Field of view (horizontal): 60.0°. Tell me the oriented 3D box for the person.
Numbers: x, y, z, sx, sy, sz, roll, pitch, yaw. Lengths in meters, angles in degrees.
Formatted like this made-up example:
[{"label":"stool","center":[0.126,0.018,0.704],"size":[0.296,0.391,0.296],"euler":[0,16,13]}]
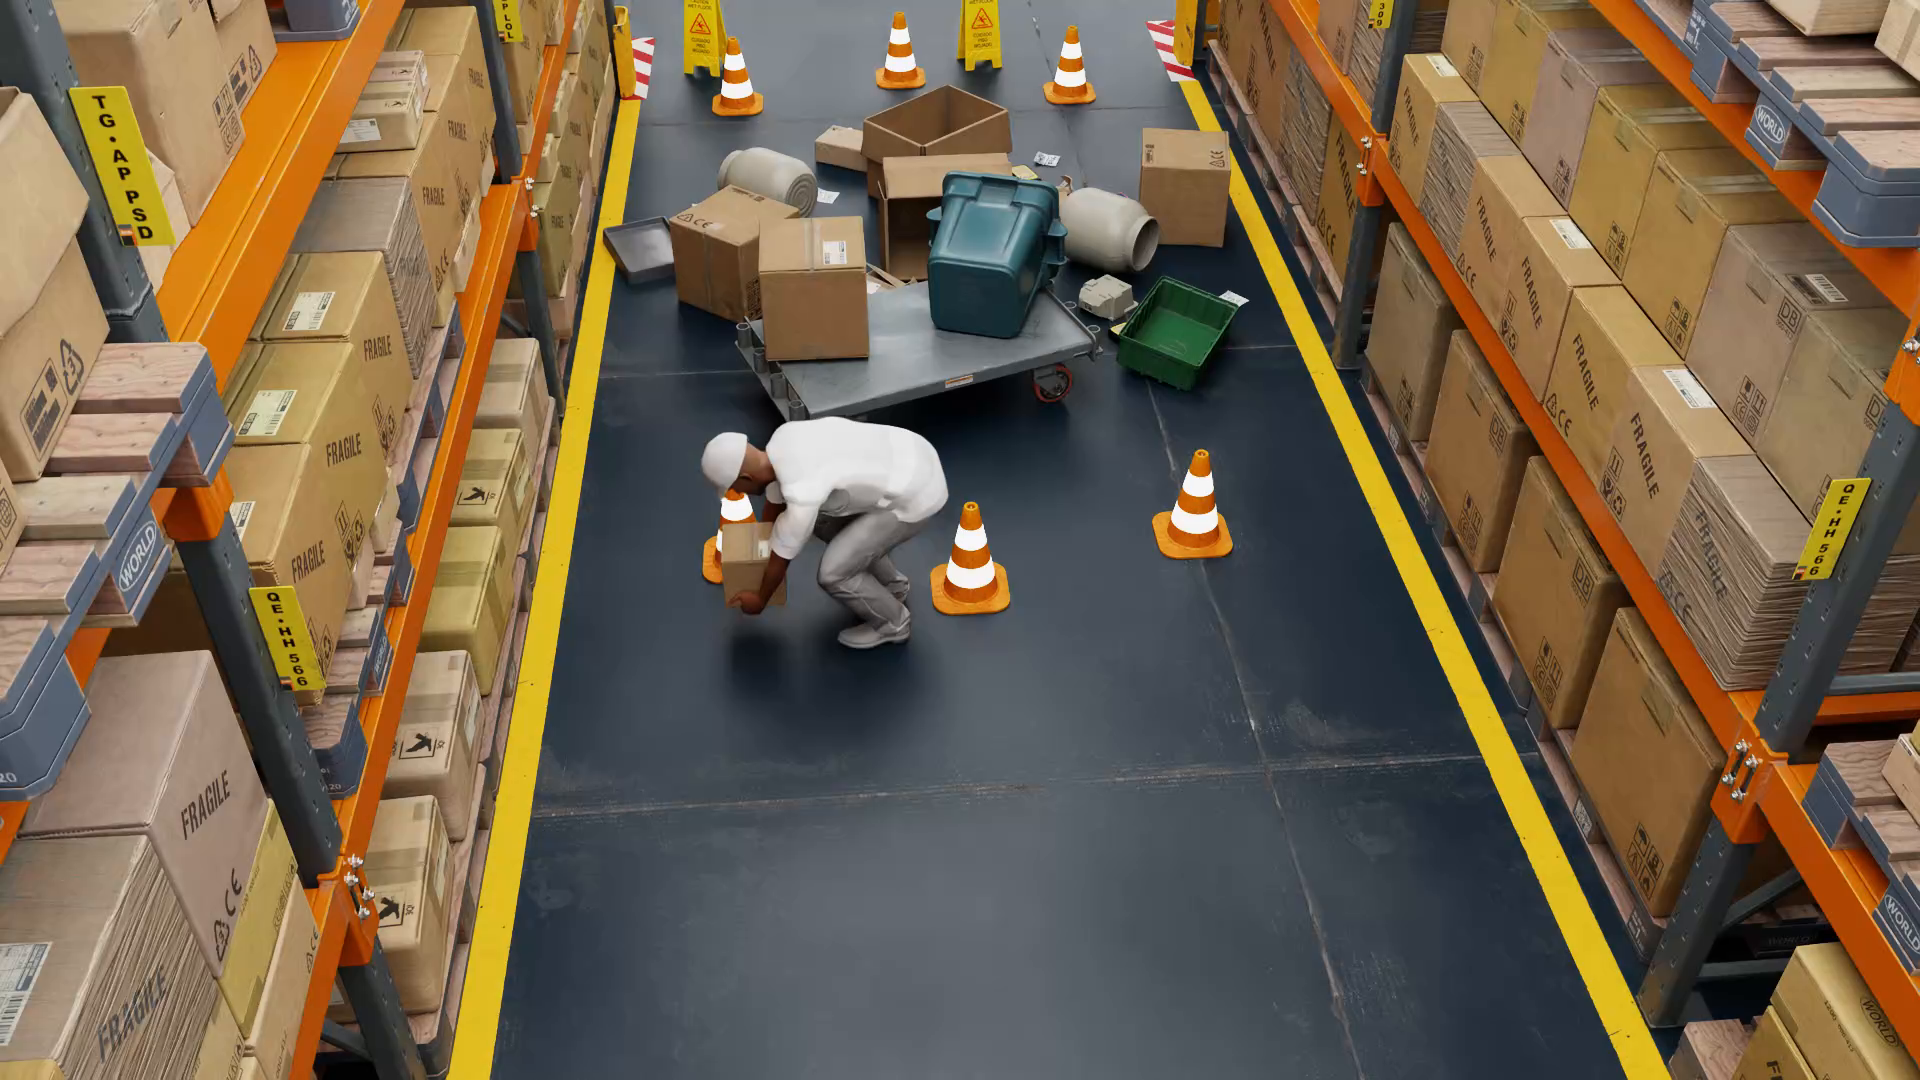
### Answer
[{"label":"person","center":[-0.532,-0.039,6.777],"size":[0.963,1.022,0.523],"euler":[-5,39,-6]}]
